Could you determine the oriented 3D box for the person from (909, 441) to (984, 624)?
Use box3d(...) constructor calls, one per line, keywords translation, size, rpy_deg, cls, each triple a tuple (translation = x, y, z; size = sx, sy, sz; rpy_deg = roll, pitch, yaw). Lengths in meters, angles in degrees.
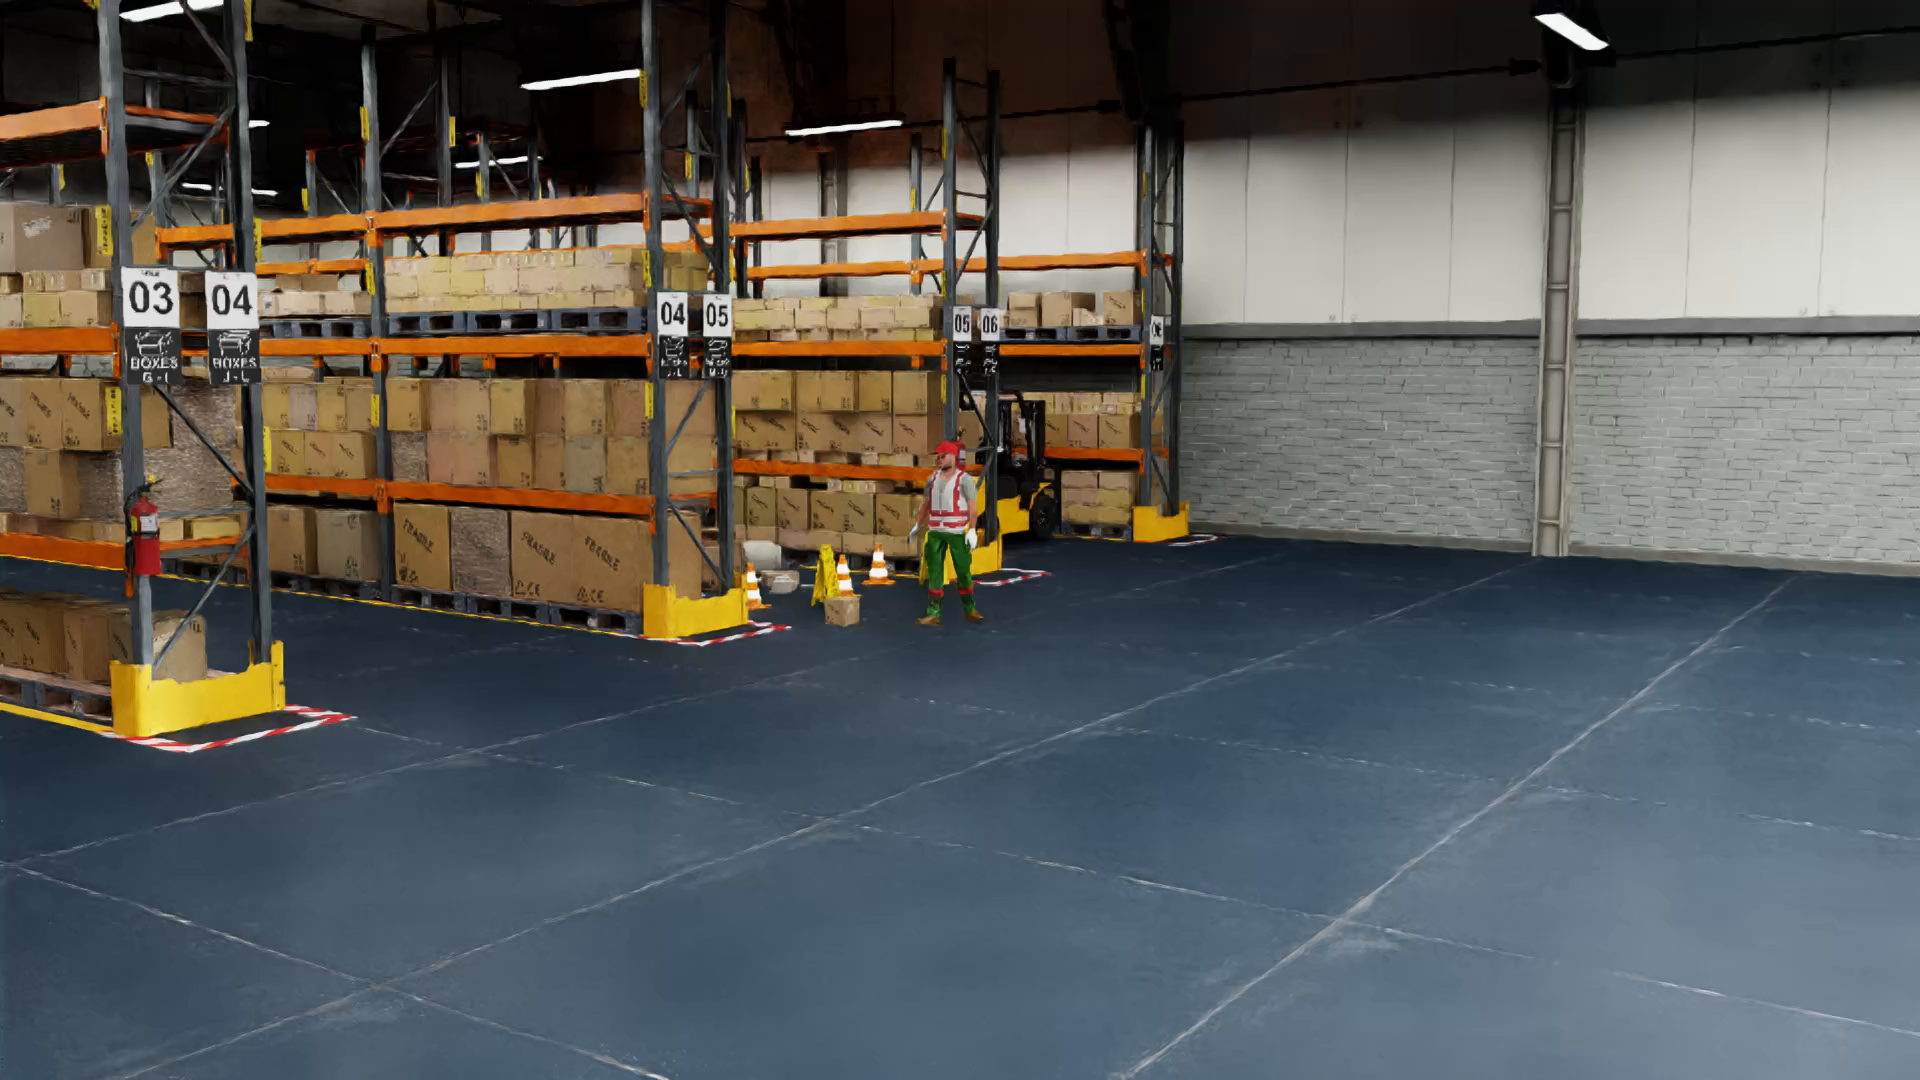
box3d(translation=(-0.171, -0.071, 16.232), size=(0.754, 1.791, 0.634), rpy_deg=(3, 7, 24), cls="person")
